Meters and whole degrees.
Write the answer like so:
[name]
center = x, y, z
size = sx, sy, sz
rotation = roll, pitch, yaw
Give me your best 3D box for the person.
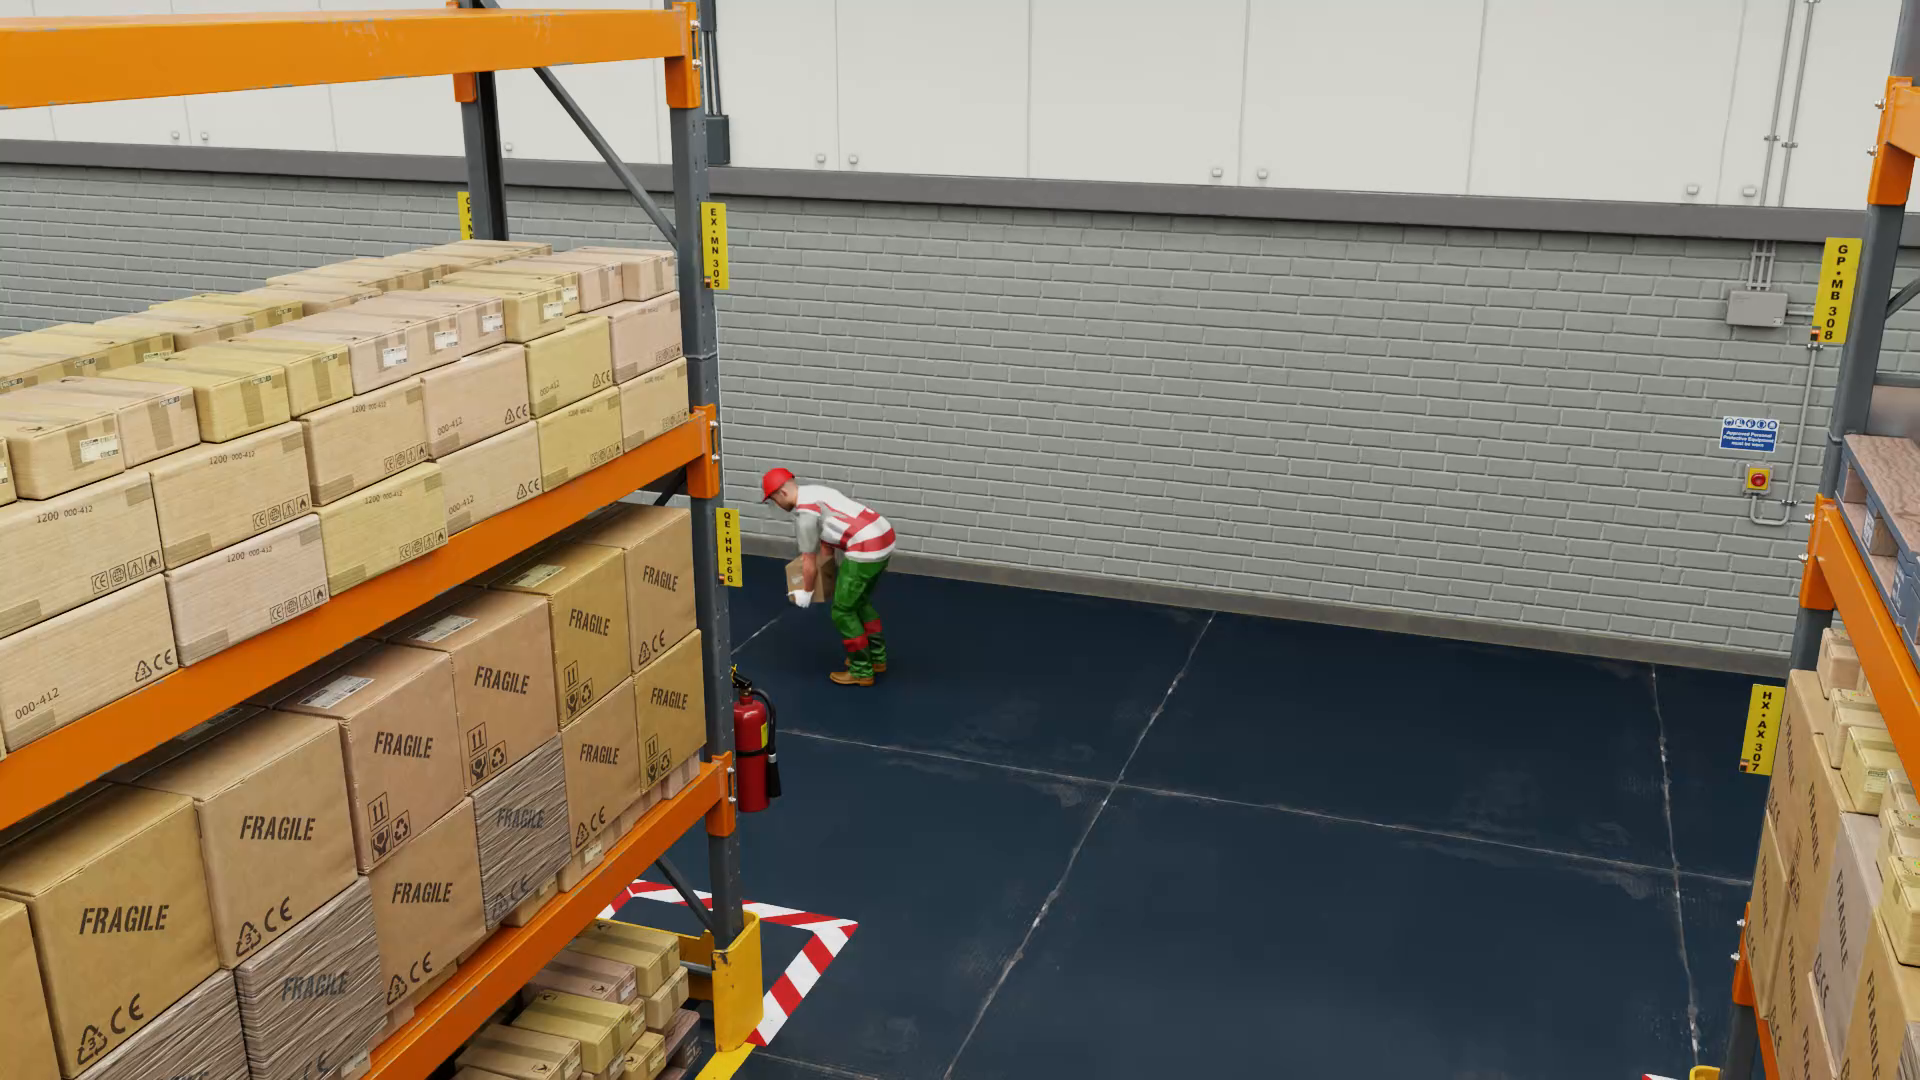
[person]
center = -0.864, 0.222, 10.962
size = 0.887, 1.402, 0.484
rotation = 6, 19, 17
